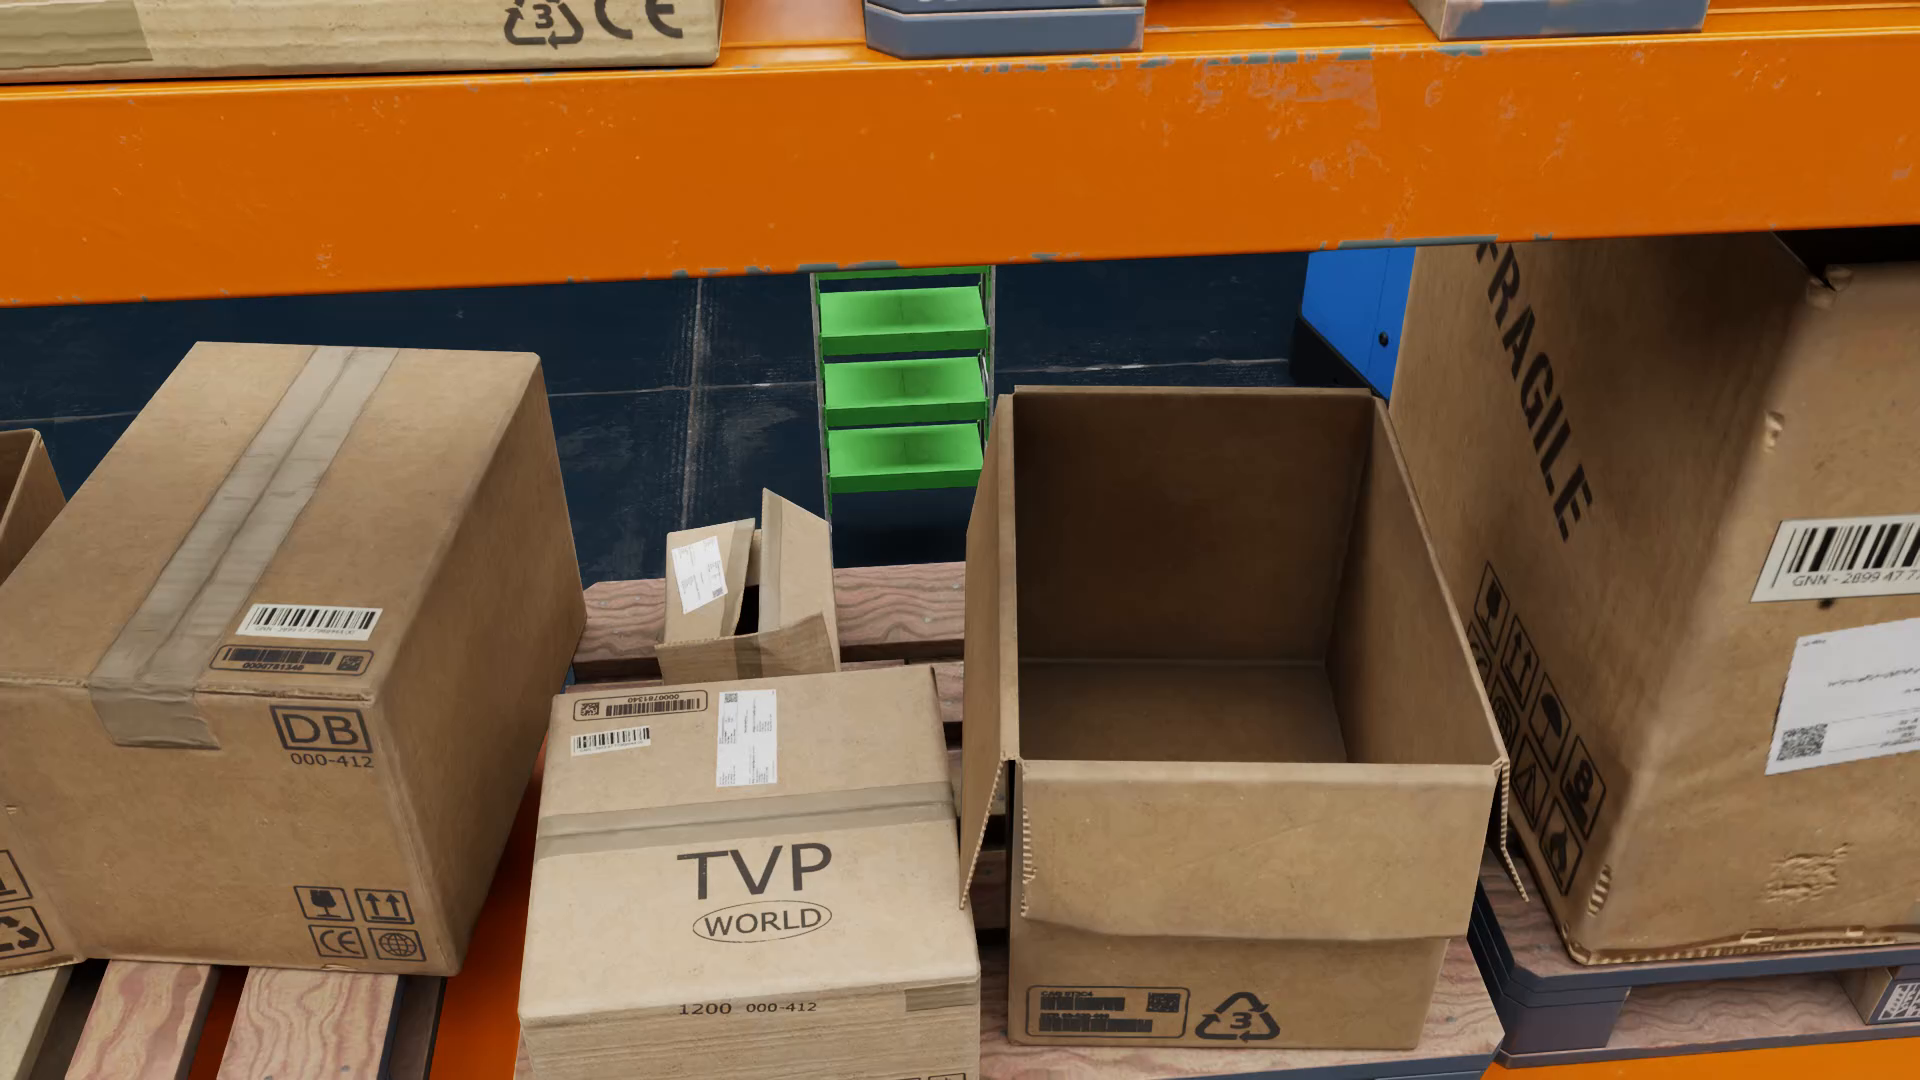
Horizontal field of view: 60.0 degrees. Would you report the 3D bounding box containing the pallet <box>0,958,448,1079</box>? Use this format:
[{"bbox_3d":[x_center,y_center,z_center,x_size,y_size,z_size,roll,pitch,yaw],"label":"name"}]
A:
[{"bbox_3d":[-1.243,0.457,2.404,1.003,0.211,1.213,-3,38,-4],"label":"pallet"}]

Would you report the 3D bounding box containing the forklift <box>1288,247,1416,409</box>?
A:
[{"bbox_3d":[2.737,-1.739,5.087,3.031,2.935,1.130,-12,40,-15],"label":"forklift"}]

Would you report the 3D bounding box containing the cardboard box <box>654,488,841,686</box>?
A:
[{"bbox_3d":[-0.307,0.116,2.451,0.258,0.266,0.396,-4,38,-5],"label":"cardboard box"}]

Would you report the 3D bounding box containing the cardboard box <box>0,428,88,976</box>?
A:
[{"bbox_3d":[-1.410,0.228,2.120,0.500,0.500,0.500,-8,39,-10],"label":"cardboard box"}]

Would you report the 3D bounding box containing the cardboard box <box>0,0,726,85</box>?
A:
[{"bbox_3d":[-0.431,-0.563,1.242,0.500,0.250,0.500,-2,38,-3],"label":"cardboard box"}]

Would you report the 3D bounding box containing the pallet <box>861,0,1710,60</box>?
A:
[{"bbox_3d":[0.383,-0.810,1.585,1.003,0.211,1.213,-3,38,-4],"label":"pallet"}]

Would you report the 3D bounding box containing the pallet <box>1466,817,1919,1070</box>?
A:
[{"bbox_3d":[1.266,0.294,2.610,1.213,0.211,1.003,-3,38,-4],"label":"pallet"}]

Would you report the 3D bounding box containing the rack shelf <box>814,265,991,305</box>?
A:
[{"bbox_3d":[-0.165,-0.789,4.609,0.480,0.148,0.258,-3,38,-4],"label":"rack shelf"}]

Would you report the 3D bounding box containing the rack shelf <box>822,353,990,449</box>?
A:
[{"bbox_3d":[-0.165,-0.412,4.906,0.480,0.148,0.258,-3,38,-4],"label":"rack shelf"}]

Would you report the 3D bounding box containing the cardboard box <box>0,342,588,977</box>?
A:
[{"bbox_3d":[-0.862,0.136,2.237,0.500,0.500,0.700,2,38,3],"label":"cardboard box"}]

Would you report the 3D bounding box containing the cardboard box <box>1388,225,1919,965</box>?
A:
[{"bbox_3d":[1.237,-0.176,2.229,1.000,1.000,1.000,-3,38,-4],"label":"cardboard box"}]

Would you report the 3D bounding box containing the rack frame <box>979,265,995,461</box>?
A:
[{"bbox_3d":[0.078,-0.475,4.884,0.015,1.200,0.240,-3,38,-4],"label":"rack frame"}]

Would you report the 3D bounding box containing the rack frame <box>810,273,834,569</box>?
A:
[{"bbox_3d":[-0.408,-0.449,4.850,0.015,1.200,0.240,-3,38,-4],"label":"rack frame"}]

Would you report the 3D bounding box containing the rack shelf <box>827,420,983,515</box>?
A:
[{"bbox_3d":[-0.165,-0.223,5.055,0.480,0.148,0.258,-3,38,-4],"label":"rack shelf"}]

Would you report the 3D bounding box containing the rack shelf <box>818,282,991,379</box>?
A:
[{"bbox_3d":[-0.165,-0.600,4.758,0.480,0.148,0.258,-3,38,-4],"label":"rack shelf"}]

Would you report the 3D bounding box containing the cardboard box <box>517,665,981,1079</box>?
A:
[{"bbox_3d":[-0.254,0.430,2.065,0.500,0.250,0.500,-4,38,-5],"label":"cardboard box"}]

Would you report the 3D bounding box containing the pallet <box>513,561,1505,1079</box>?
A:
[{"bbox_3d":[0.024,0.428,2.441,1.213,0.211,1.003,-3,38,-4],"label":"pallet"}]

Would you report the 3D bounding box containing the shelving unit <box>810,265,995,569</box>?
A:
[{"bbox_3d":[-0.165,-0.462,4.867,0.503,1.200,0.258,-3,38,-4],"label":"shelving unit"}]

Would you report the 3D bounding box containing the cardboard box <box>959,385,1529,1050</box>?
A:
[{"bbox_3d":[0.322,0.214,2.135,0.637,0.503,0.797,1,38,1],"label":"cardboard box"}]
